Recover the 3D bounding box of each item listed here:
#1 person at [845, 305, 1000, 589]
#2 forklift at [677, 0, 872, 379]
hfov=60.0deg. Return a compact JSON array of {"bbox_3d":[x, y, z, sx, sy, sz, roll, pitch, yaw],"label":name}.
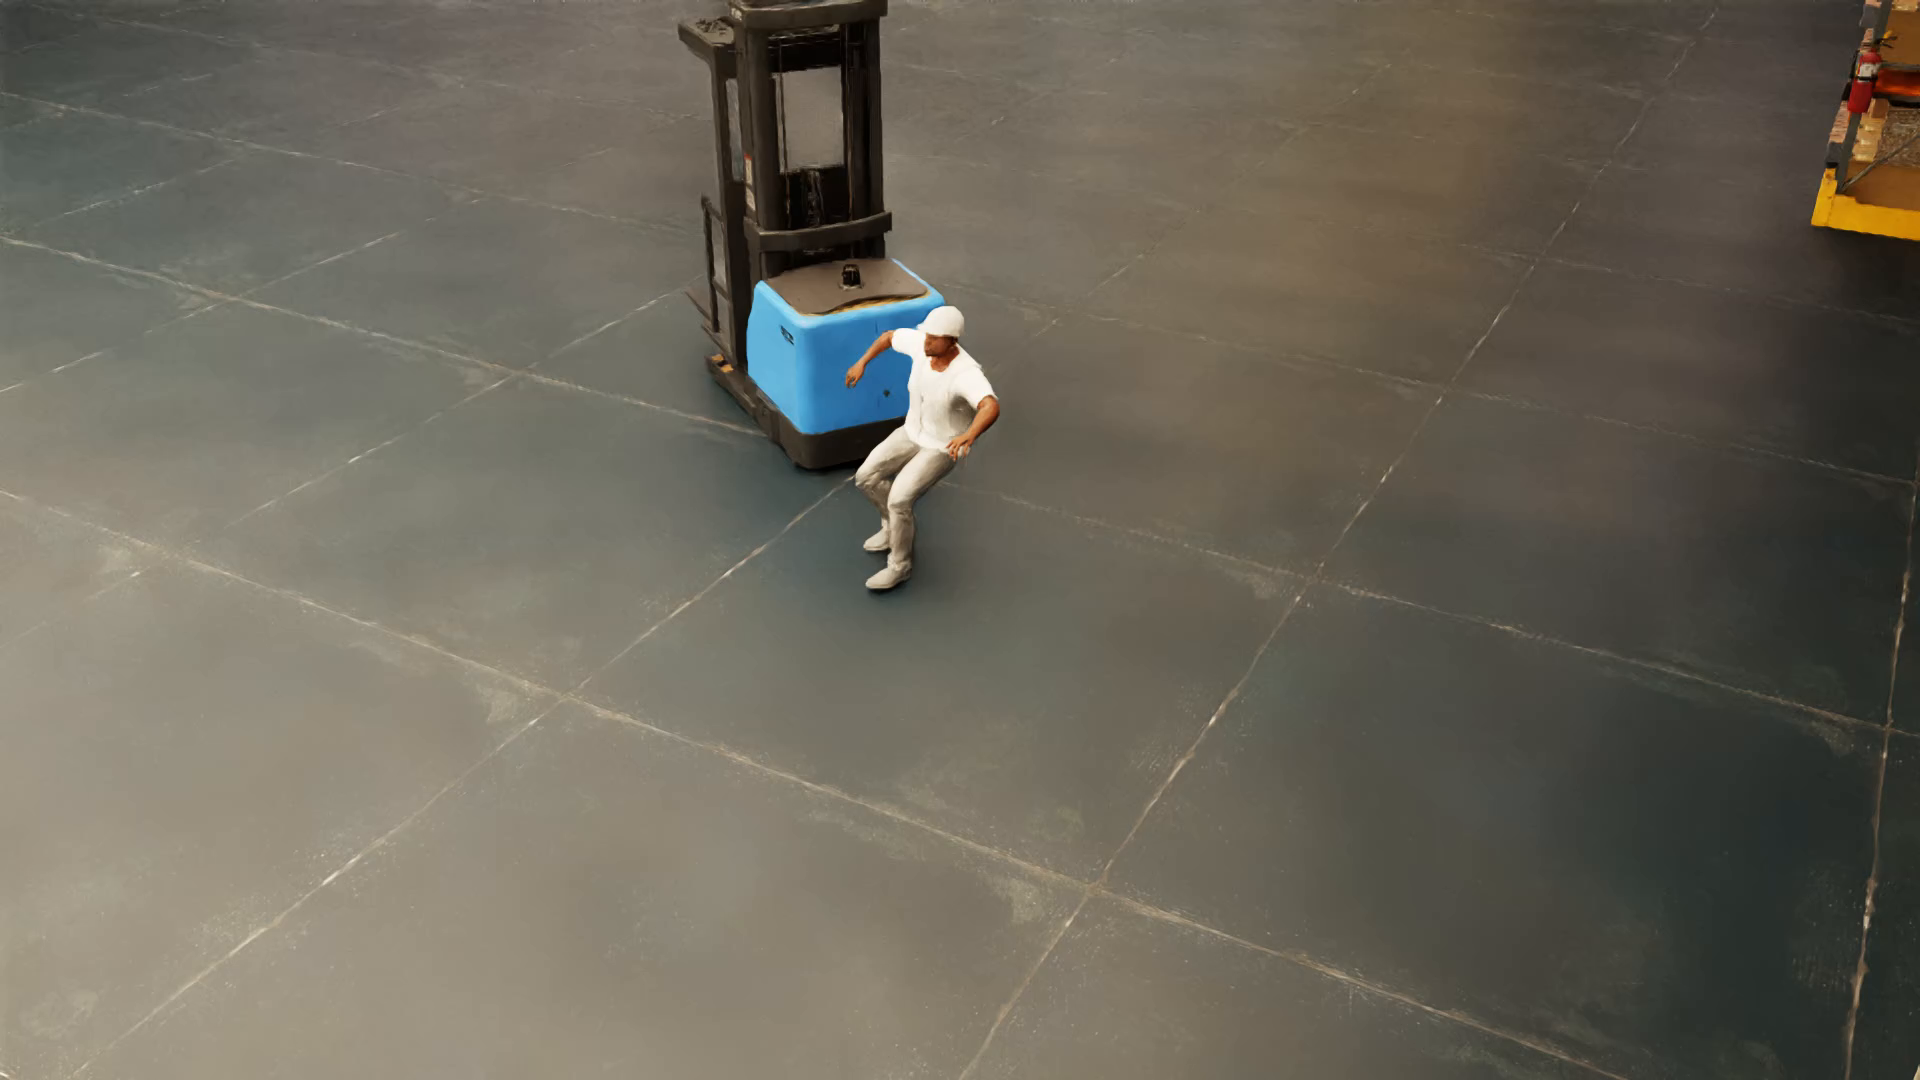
[{"bbox_3d":[-0.295,-0.545,9.411,1.241,1.550,0.860,26,39,37],"label":"person"},{"bbox_3d":[-1.179,-2.444,11.306,1.121,2.935,3.031,-14,33,-22],"label":"forklift"}]
